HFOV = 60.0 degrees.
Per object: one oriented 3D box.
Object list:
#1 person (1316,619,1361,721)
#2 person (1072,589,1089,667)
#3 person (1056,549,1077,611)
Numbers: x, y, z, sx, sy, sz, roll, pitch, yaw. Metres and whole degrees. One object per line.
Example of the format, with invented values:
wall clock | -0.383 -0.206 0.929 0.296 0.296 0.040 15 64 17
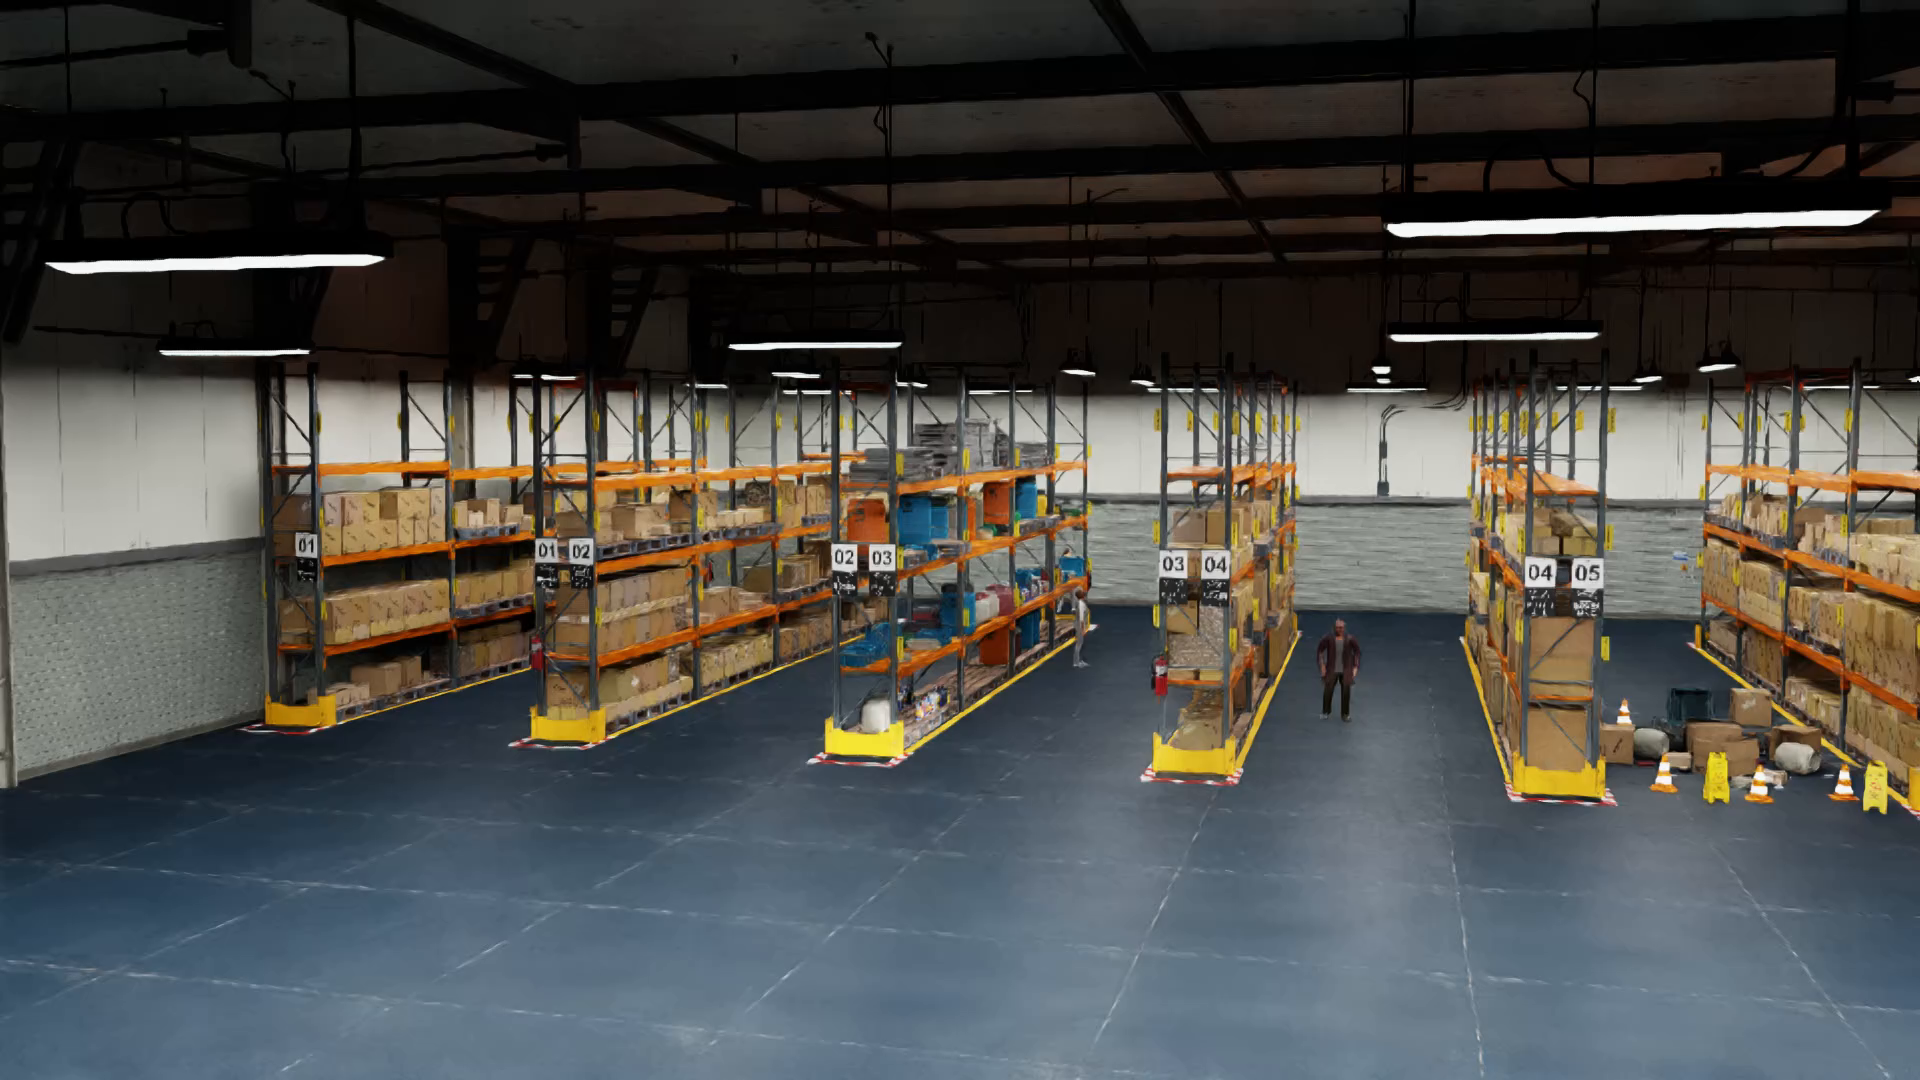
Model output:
person | 6.352 2.177 27.935 0.729 1.733 0.544 1 4 13
person | 2.477 1.789 34.077 0.347 1.600 0.533 0 4 -6
person | 2.874 1.053 44.135 0.673 1.661 0.530 -4 5 -42
